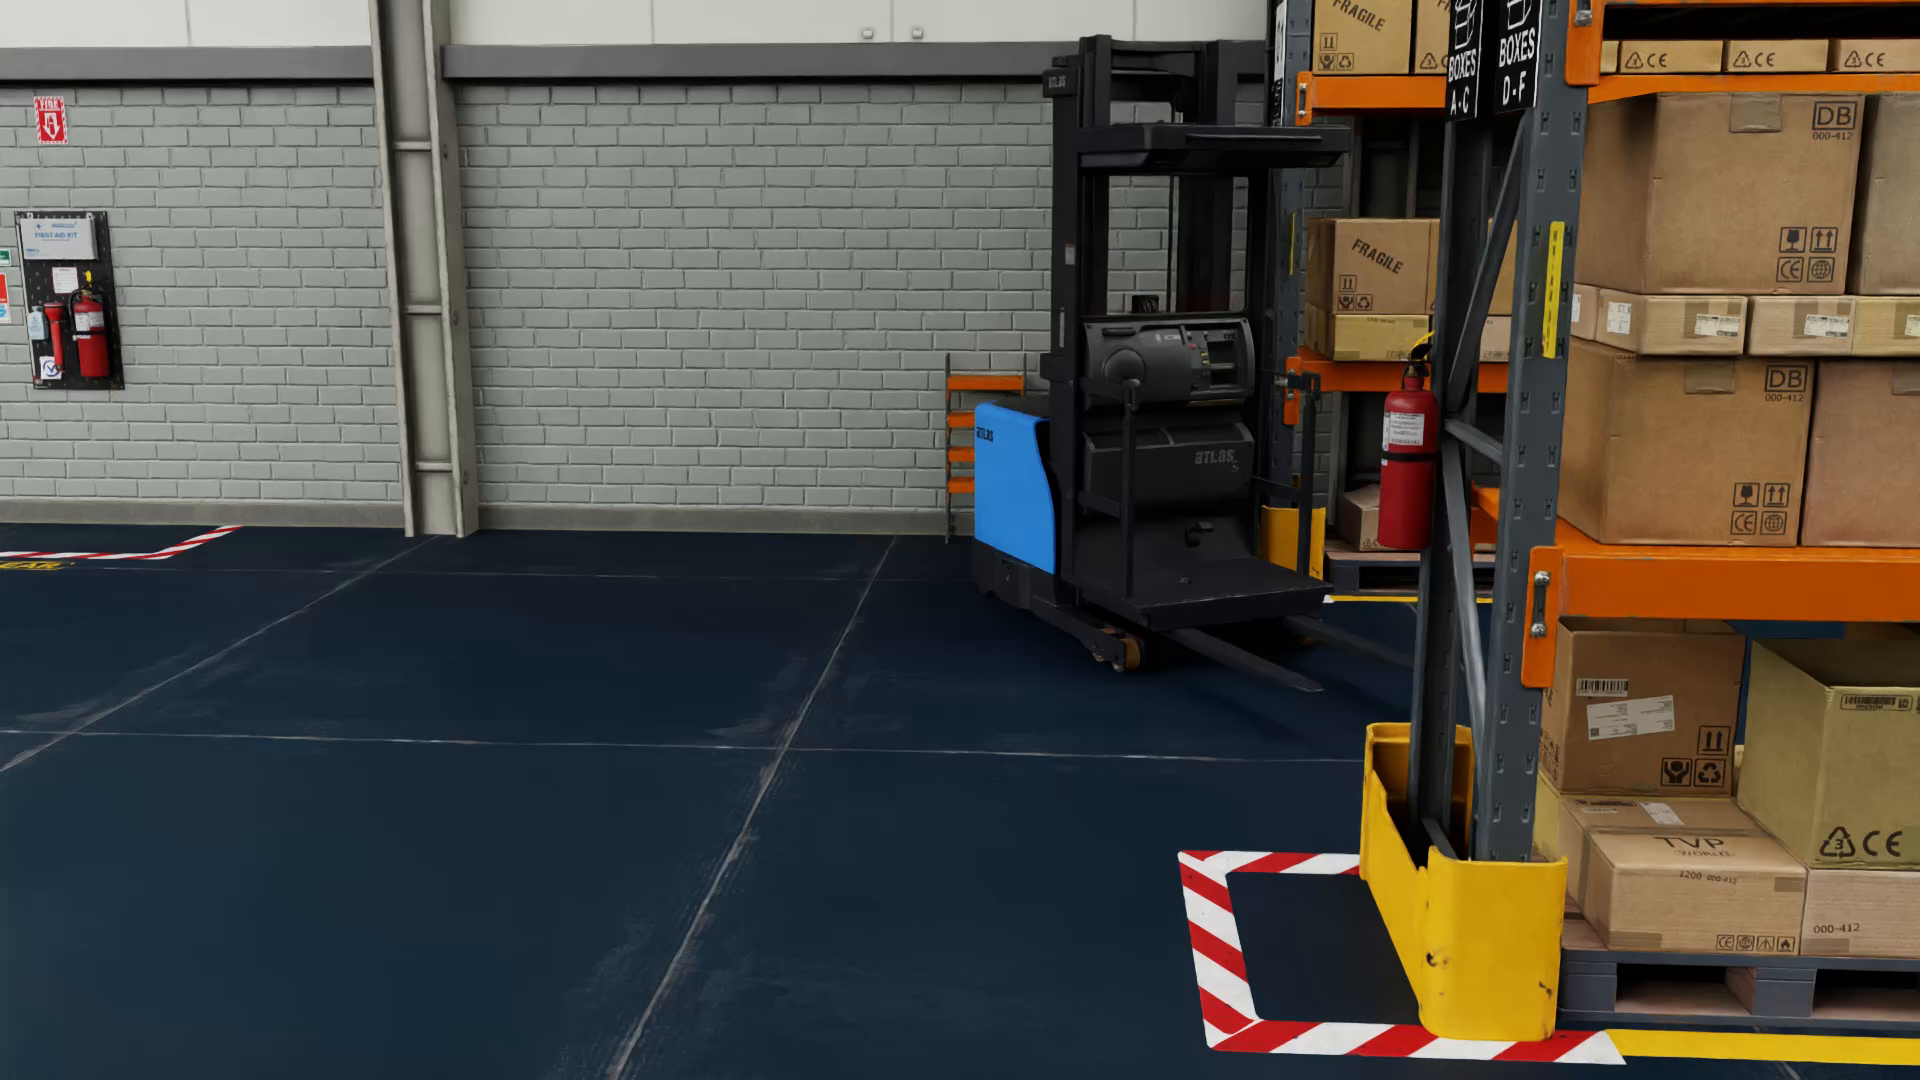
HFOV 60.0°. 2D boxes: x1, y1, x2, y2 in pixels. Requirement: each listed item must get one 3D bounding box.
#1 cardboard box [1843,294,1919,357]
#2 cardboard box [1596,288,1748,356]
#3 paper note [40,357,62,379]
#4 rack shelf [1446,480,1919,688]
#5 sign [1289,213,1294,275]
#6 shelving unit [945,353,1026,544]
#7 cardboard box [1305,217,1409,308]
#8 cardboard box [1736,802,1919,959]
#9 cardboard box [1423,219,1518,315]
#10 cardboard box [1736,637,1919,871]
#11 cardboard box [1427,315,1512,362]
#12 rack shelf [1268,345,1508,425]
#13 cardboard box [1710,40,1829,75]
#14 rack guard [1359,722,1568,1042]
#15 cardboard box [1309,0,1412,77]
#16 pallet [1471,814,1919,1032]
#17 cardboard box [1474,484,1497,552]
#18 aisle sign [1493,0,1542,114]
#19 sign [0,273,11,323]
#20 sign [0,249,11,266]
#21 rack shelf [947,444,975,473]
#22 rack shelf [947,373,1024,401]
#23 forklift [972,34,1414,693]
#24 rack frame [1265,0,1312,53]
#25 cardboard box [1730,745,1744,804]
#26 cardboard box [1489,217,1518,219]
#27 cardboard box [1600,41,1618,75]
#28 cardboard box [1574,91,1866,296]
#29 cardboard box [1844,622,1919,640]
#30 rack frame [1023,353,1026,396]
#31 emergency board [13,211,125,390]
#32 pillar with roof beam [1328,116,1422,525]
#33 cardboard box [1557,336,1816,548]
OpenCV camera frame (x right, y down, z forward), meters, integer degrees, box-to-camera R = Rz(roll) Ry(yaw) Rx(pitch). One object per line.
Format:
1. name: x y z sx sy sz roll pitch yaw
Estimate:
1. cardboard box: 2.372 -0.568 4.331 0.250 0.149 0.380 1 12 4
2. cardboard box: 1.859 -0.575 4.364 0.250 0.149 0.380 1 12 3
3. paper note: -6.056 -1.146 11.074 0.142 0.148 0.016 1 12 4
4. rack shelf: 3.478 0.121 4.619 4.000 0.370 1.077 1 12 4
5. sign: 1.773 -1.583 8.896 0.005 0.325 0.100 1 12 4
6. shelving unit: 0.166 -0.583 10.627 0.503 1.200 0.258 1 12 3
7. cardboard box: 2.294 -1.611 9.628 0.500 0.500 0.500 1 12 3
8. cardboard box: 2.501 0.941 4.633 0.500 0.250 0.500 1 12 4
9. cardboard box: 2.758 -1.497 9.084 0.500 0.500 0.500 1 12 4
10. cardboard box: 2.501 0.574 4.555 0.500 0.500 0.500 1 12 4
11. cardboard box: 2.794 -1.131 9.166 0.500 0.250 0.500 0 12 2
12. rack shelf: 3.805 -0.891 9.457 4.000 0.370 1.077 1 12 4
13. cardboard box: 4.221 -2.708 8.770 0.500 0.500 0.500 0 12 2
14. rack guard: 1.458 0.965 4.934 0.348 0.500 1.175 1 12 4
15. cardboard box: 2.126 -2.742 8.929 0.500 0.500 0.500 1 12 5
16. pallet: 2.248 1.109 4.953 1.213 0.211 1.003 1 12 4
17. cardboard box: 3.062 -0.134 9.574 0.500 0.311 0.500 2 12 8
18. aisle sign: 1.396 -1.469 4.115 0.004 0.787 0.394 1 12 4
19. sign: -6.429 -1.607 11.038 0.234 0.329 0.001 1 12 4
20. sign: -6.425 -1.865 10.975 0.331 0.109 0.001 1 12 4
21. rack shelf: 0.166 -0.518 10.640 0.480 0.148 0.258 1 12 3
22. rack shelf: 0.166 -0.968 10.546 0.480 0.148 0.258 1 12 3
23. forklift: 1.121 -0.912 7.971 1.130 2.935 3.031 -5 13 -23
24. rack frame: 1.809 -4.207 8.900 0.127 3.000 1.000 1 12 4
25. cardboard box: 2.536 0.834 5.147 0.500 0.250 0.500 1 12 4
26. cardboard box: 3.312 -1.596 9.555 0.500 0.500 0.500 0 12 2
27. cardboard box: 3.178 -2.721 8.829 0.500 0.500 0.500 1 12 6
28. cardboard box: 2.000 -0.932 4.487 0.500 0.500 0.700 1 12 4
29. cardboard box: 3.036 0.472 5.042 0.500 0.500 0.500 1 12 4
30. rack frame: 0.409 -0.581 10.613 0.015 1.200 0.240 1 12 3
31. emergency board: -5.884 -1.561 10.905 0.643 1.169 0.194 1 12 4
32. pillar with roof beam: 2.278 -3.494 5.495 0.400 9.000 9.100 1 12 4
33. cardboard box: 1.947 -0.298 4.623 0.500 0.500 0.700 1 12 4
